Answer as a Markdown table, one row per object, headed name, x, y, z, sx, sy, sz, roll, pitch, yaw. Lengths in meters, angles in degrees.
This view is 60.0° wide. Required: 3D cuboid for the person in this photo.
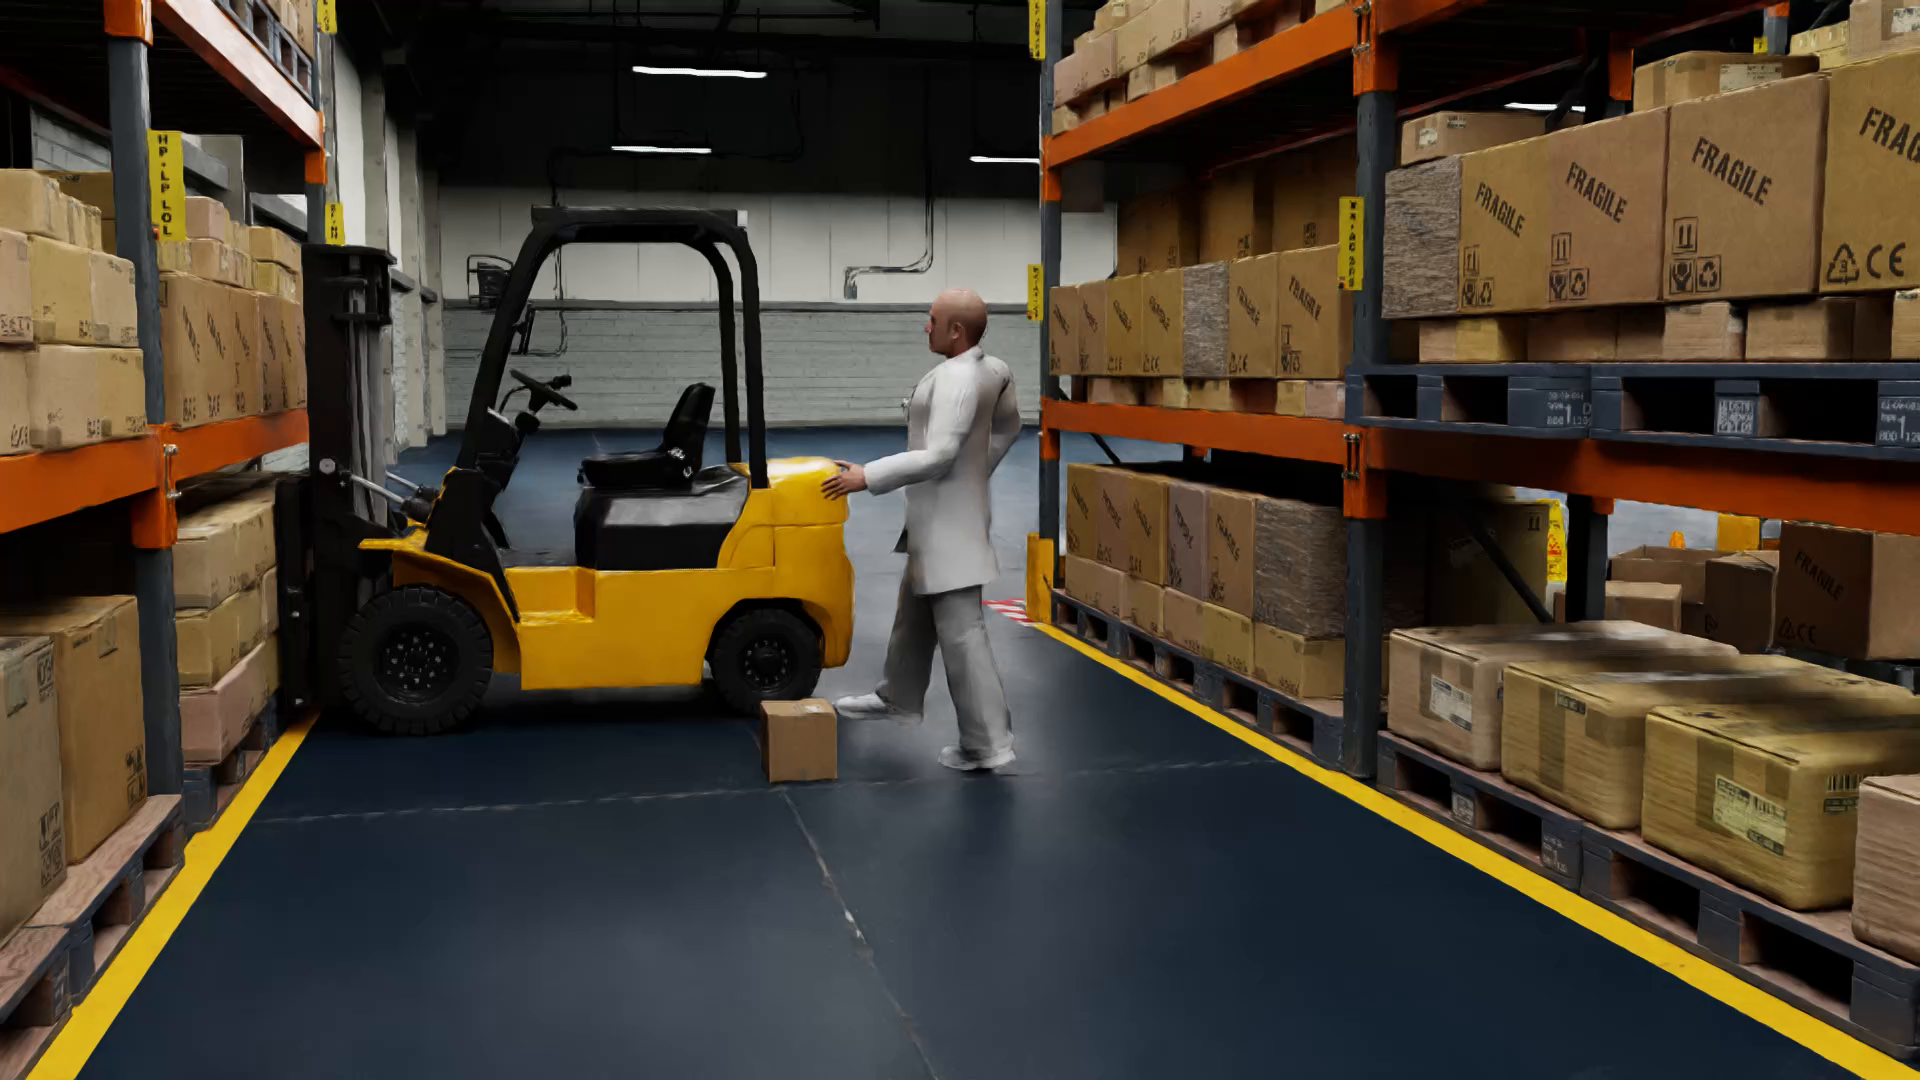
| name | x | y | z | sx | sy | sz | roll | pitch | yaw |
| --- | --- | --- | --- | --- | --- | --- | --- | --- | --- |
| person | -0.172 | -0.032 | 6.245 | 0.844 | 1.803 | 0.759 | 2 | 6 | 14 |
